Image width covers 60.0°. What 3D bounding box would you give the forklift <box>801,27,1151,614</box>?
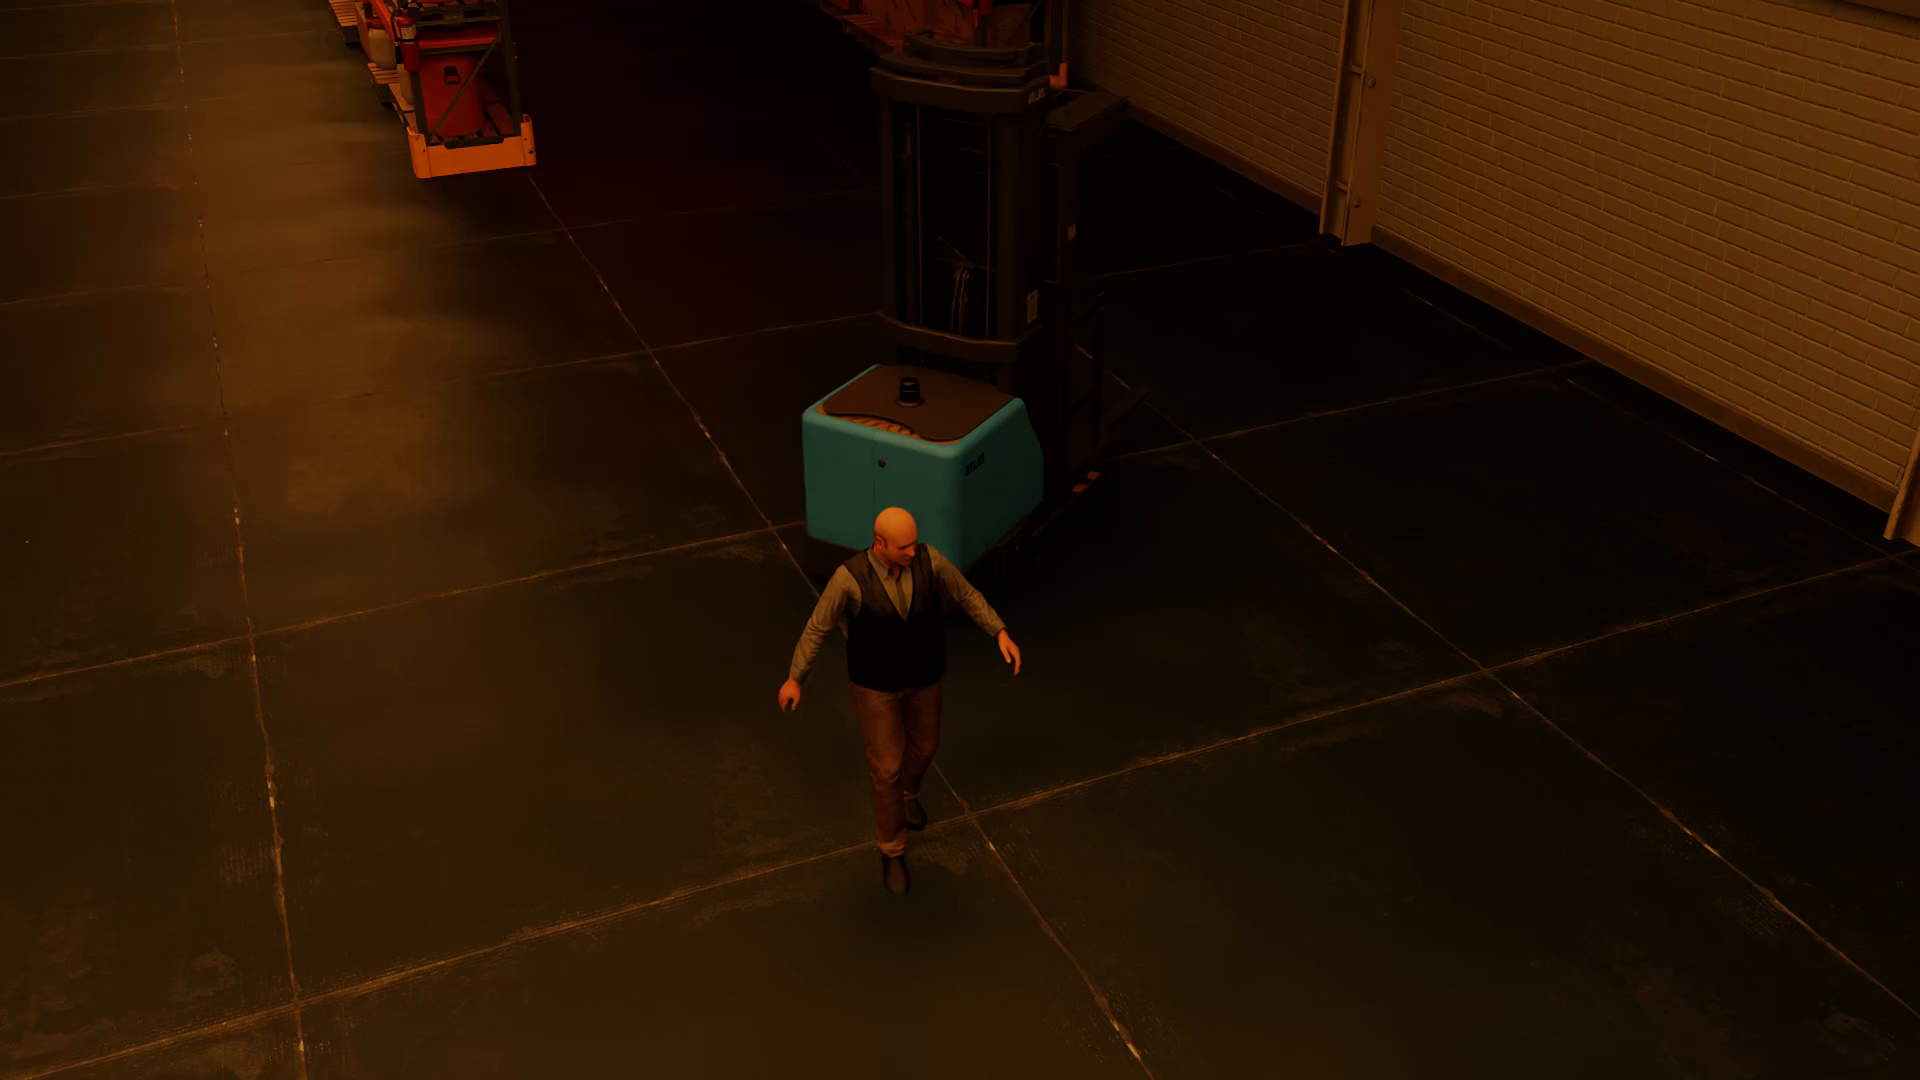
[{"bbox_3d":[0.275,-1.562,9.852,1.130,2.935,3.031,16,33,26],"label":"forklift"}]

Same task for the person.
[{"bbox_3d":[-0.273,0.665,7.234,0.974,1.715,0.700,-11,32,-19],"label":"person"}]
